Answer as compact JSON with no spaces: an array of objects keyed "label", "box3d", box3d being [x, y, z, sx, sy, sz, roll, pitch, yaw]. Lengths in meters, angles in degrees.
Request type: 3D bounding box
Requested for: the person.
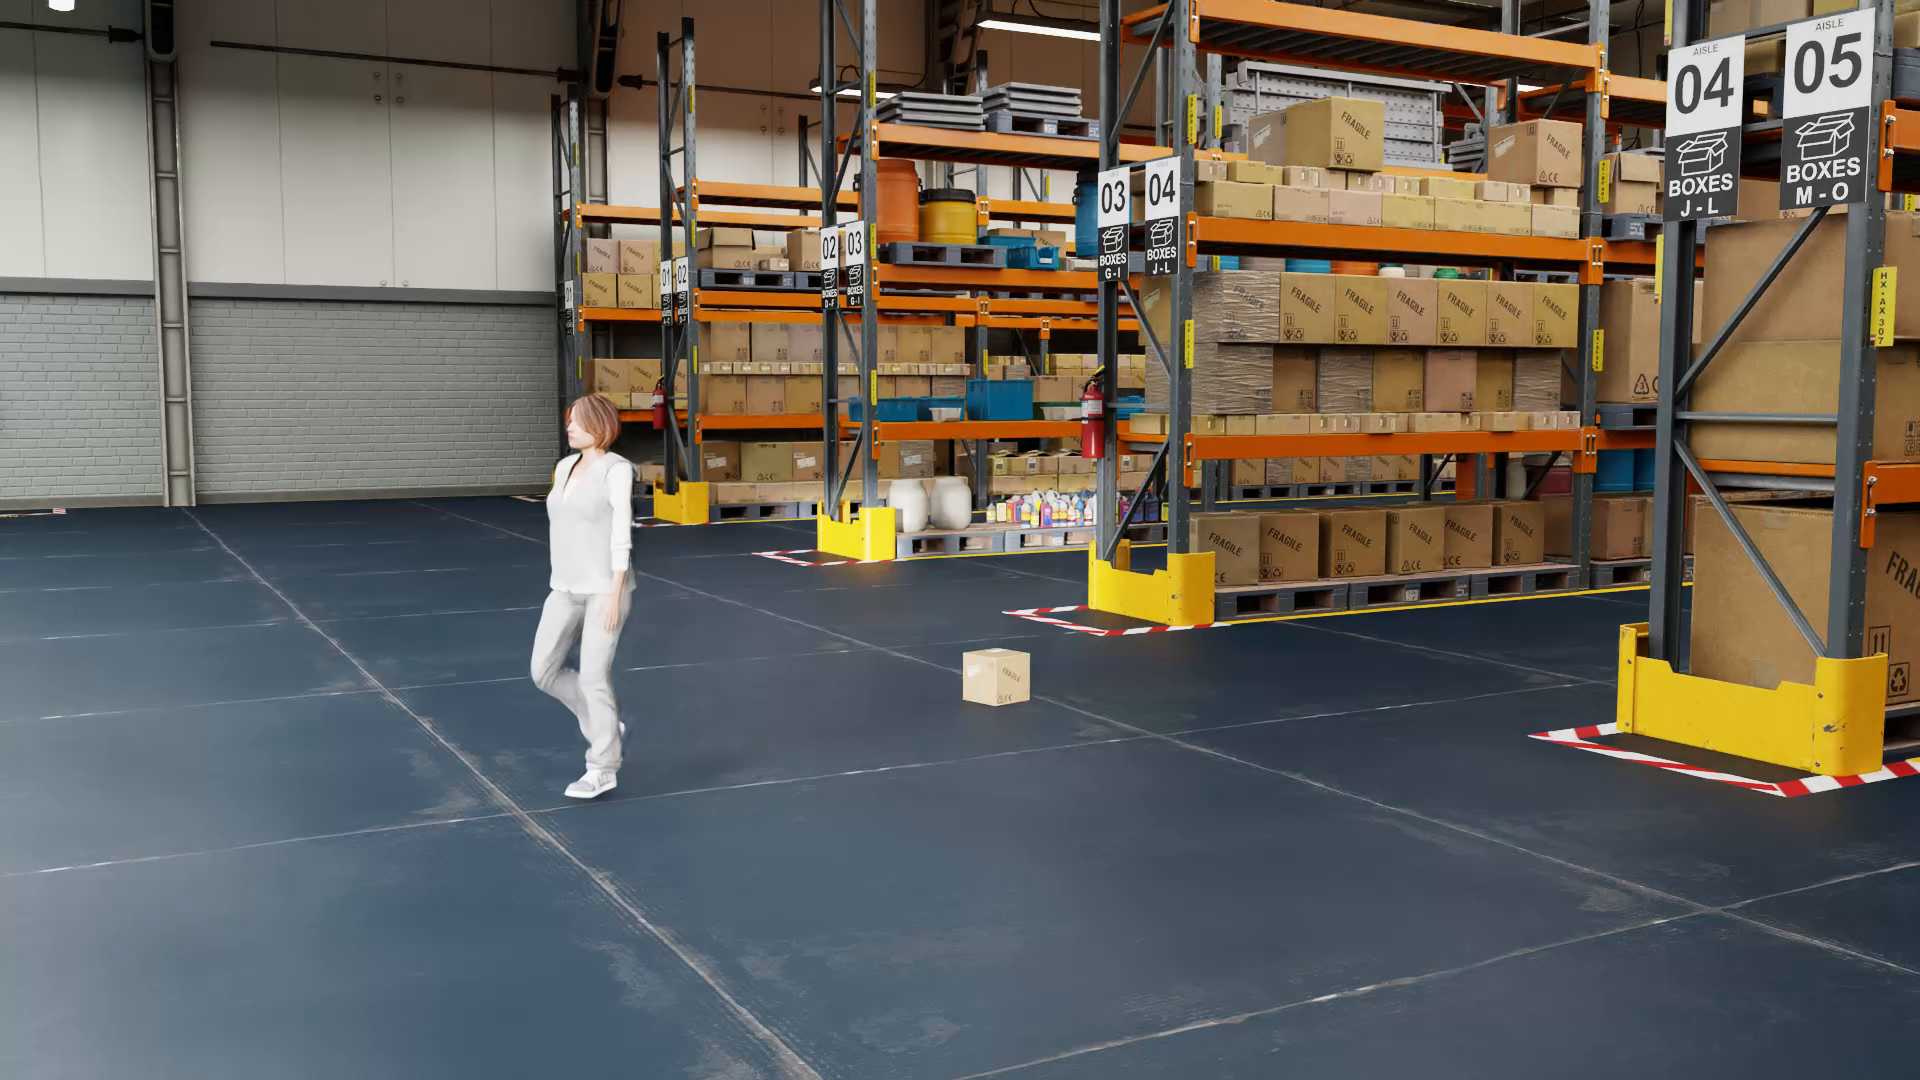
[{"label":"person","box3d":[-1.459,0.216,6.621,0.412,1.590,0.441,3,6,32]}]
